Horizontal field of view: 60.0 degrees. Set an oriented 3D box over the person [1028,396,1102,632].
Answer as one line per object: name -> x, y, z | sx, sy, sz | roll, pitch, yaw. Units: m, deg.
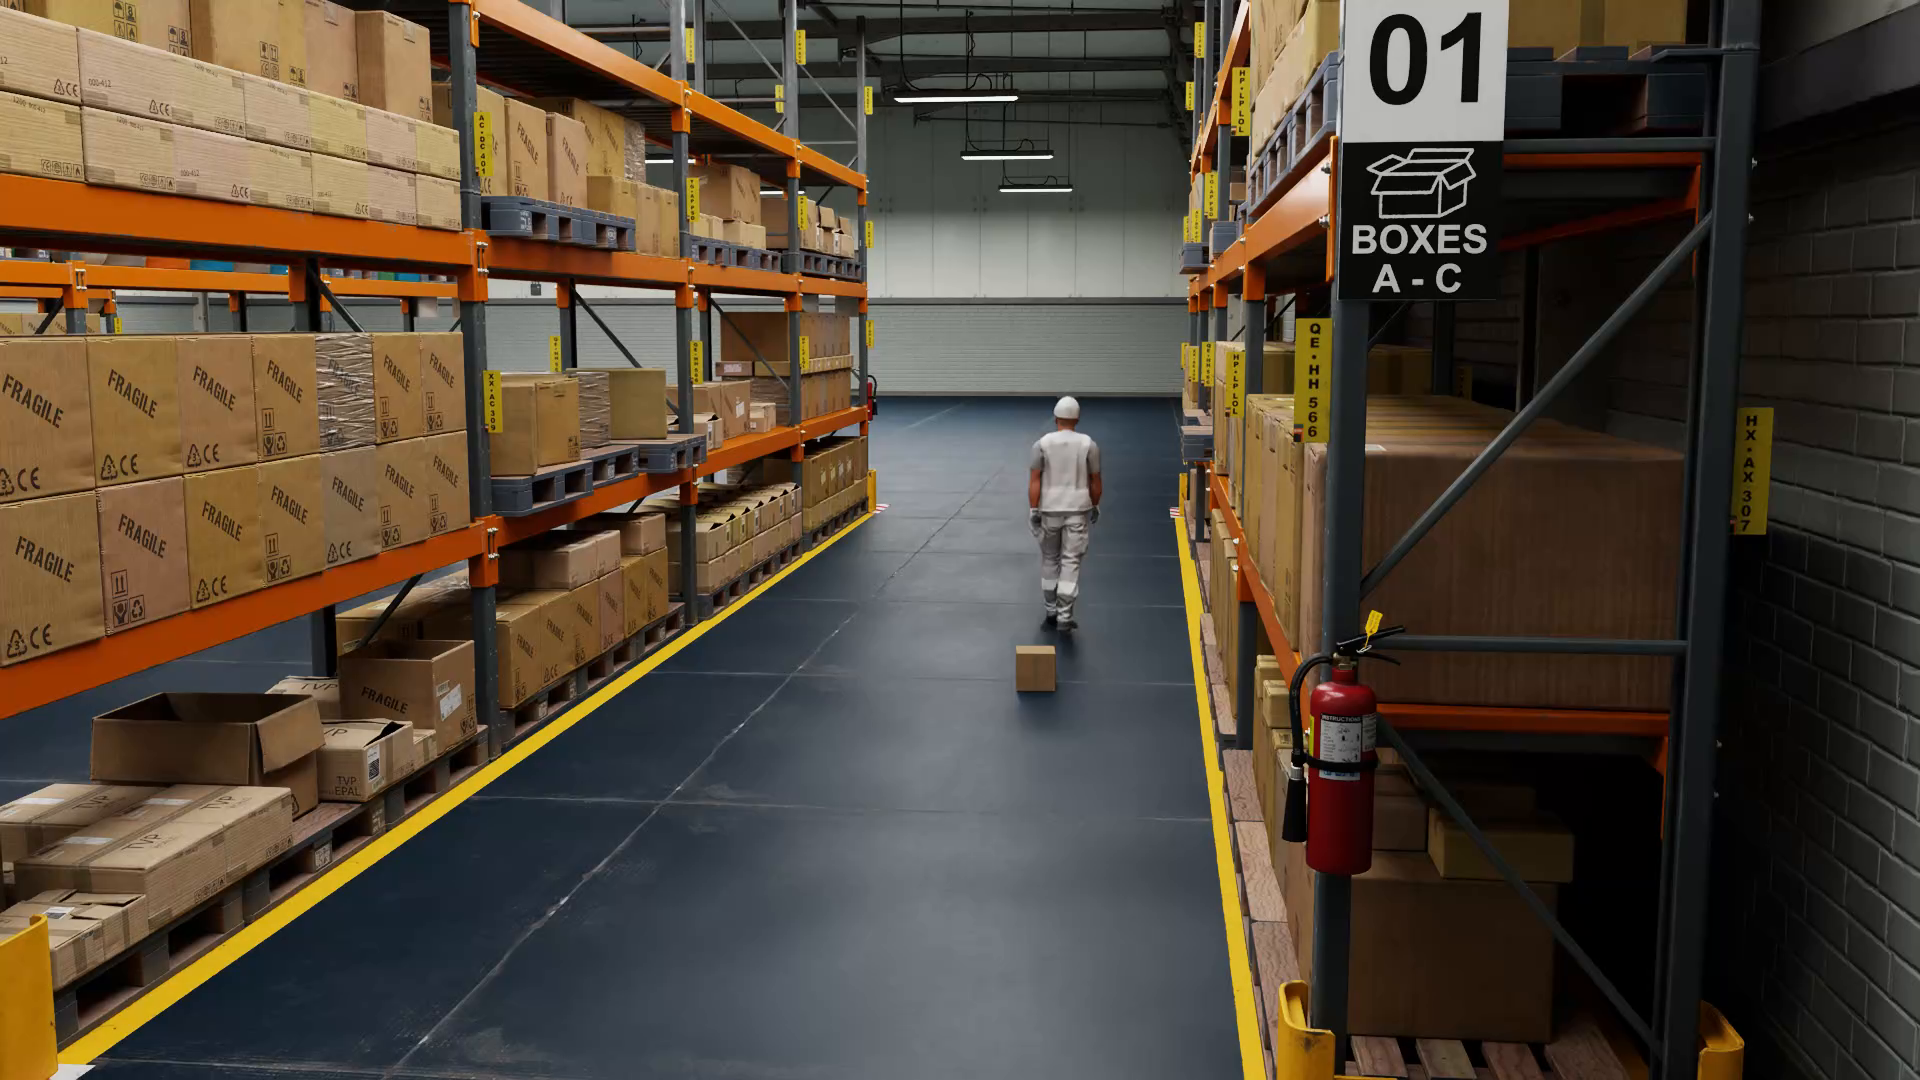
person -> 0.815, -0.210, 12.740 | 0.542, 1.787, 0.865 | 1, 8, 9
